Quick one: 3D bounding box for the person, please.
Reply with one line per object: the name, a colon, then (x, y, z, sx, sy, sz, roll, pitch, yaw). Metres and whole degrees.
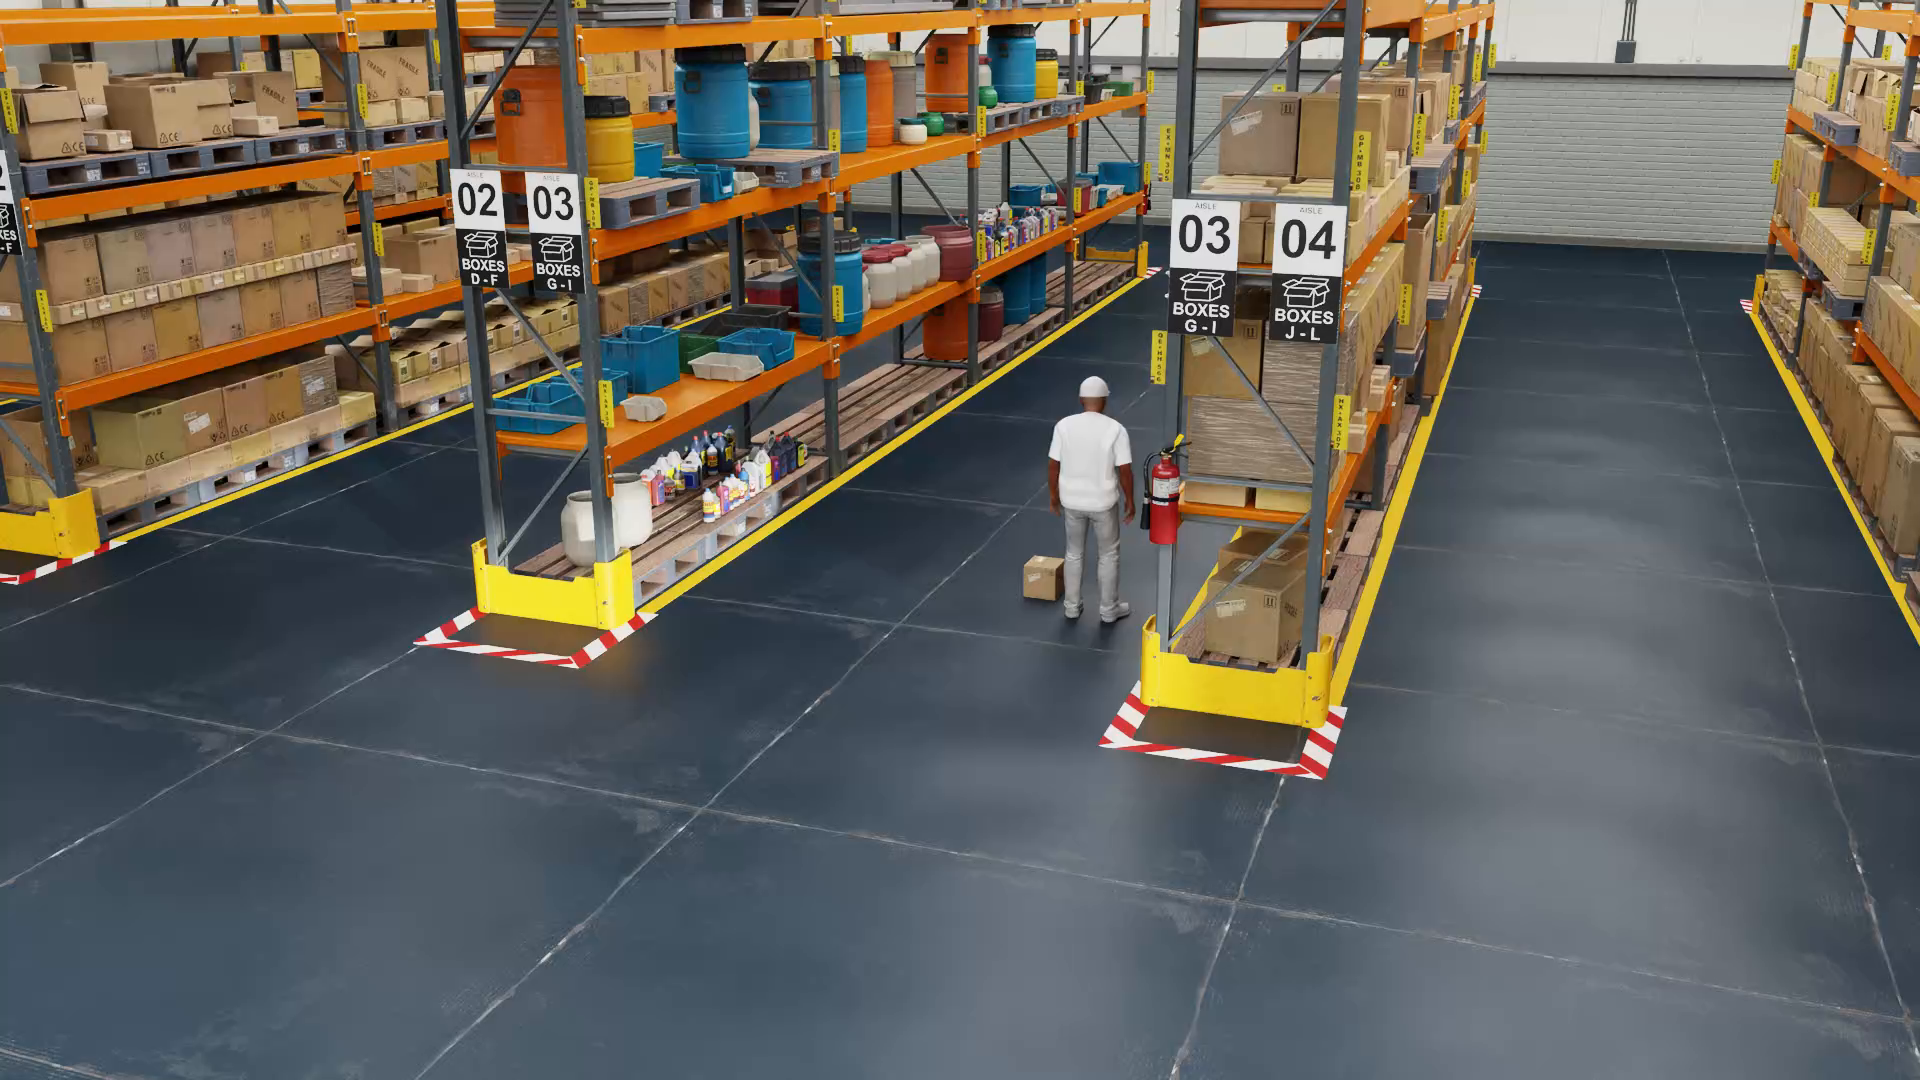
person: (0.946, -0.295, 11.911, 0.636, 1.760, 0.462, 7, 20, 20)
